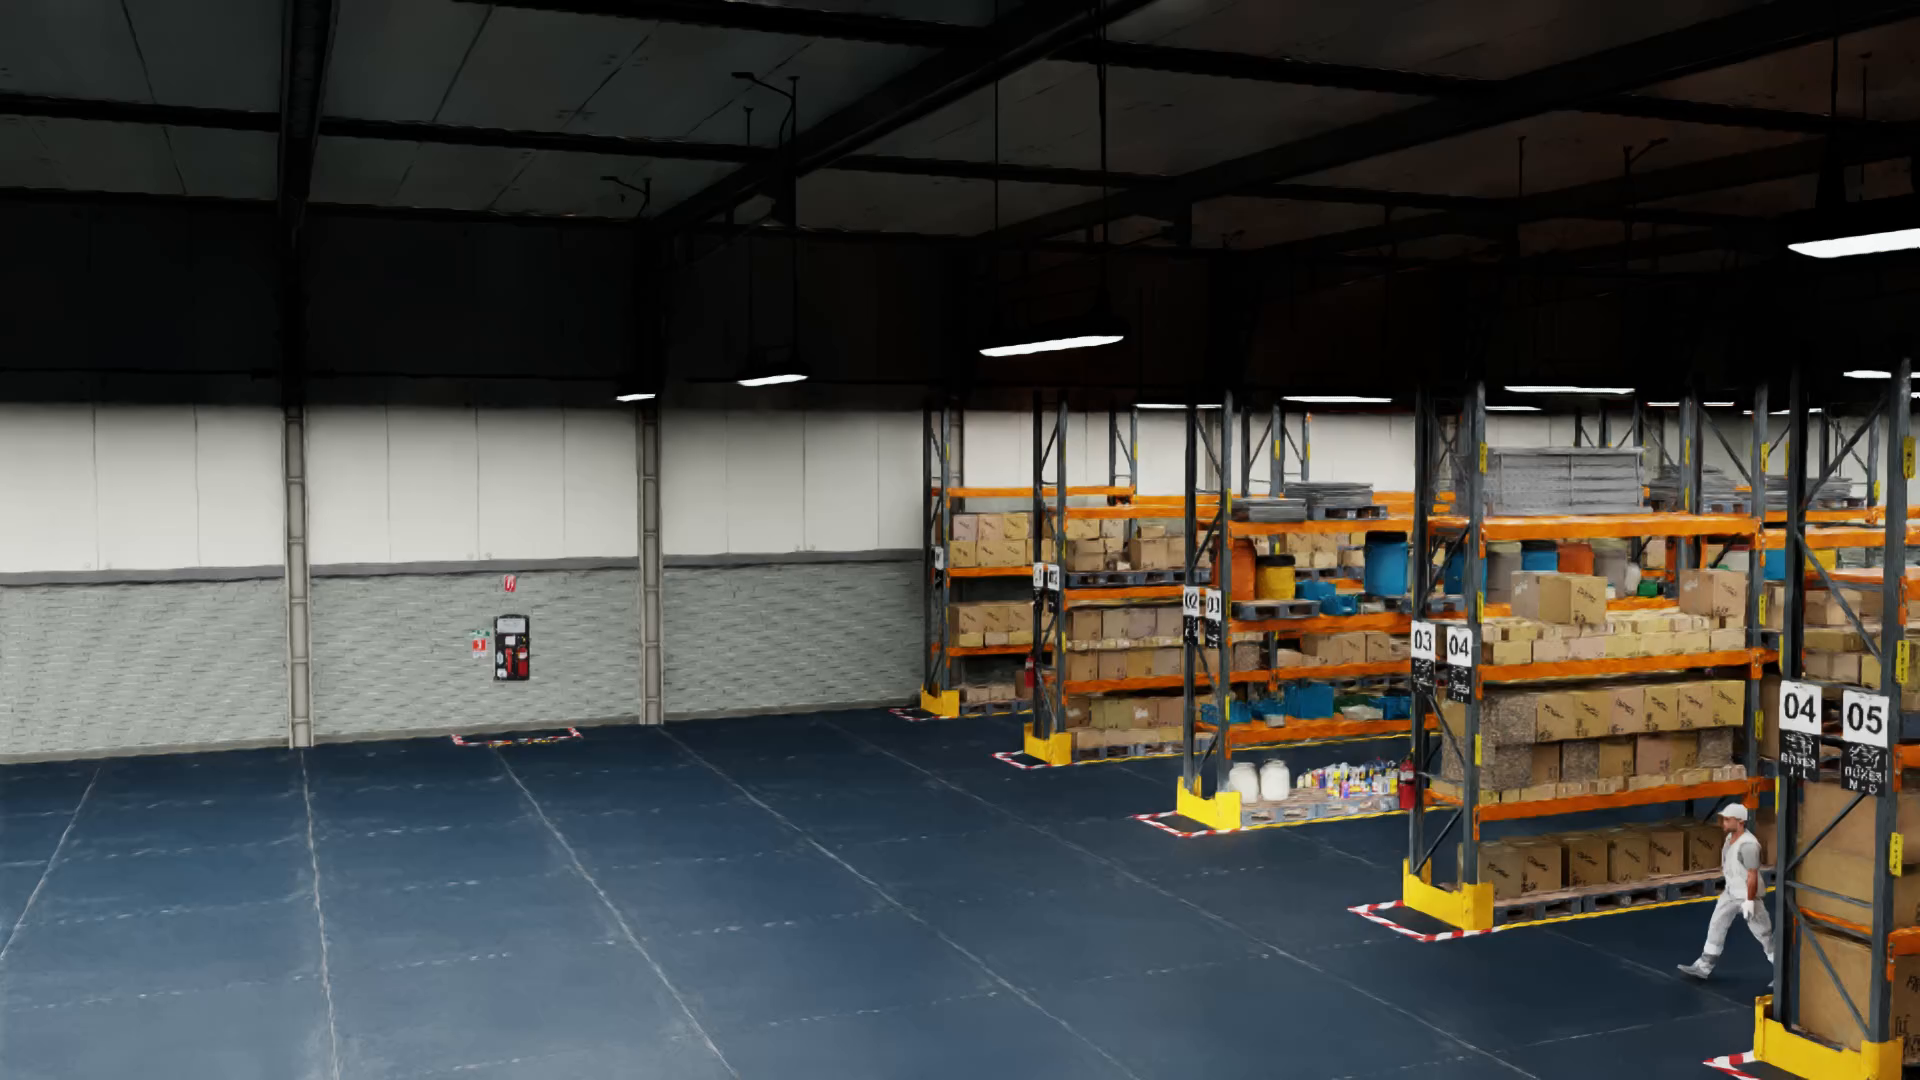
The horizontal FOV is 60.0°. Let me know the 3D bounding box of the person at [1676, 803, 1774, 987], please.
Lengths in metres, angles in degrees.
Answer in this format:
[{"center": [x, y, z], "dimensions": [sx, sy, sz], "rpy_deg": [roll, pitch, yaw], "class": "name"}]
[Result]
[{"center": [7.384, 3.363, 15.792], "dimensions": [0.960, 1.744, 0.591], "rpy_deg": [0, 3, 1], "class": "person"}]
